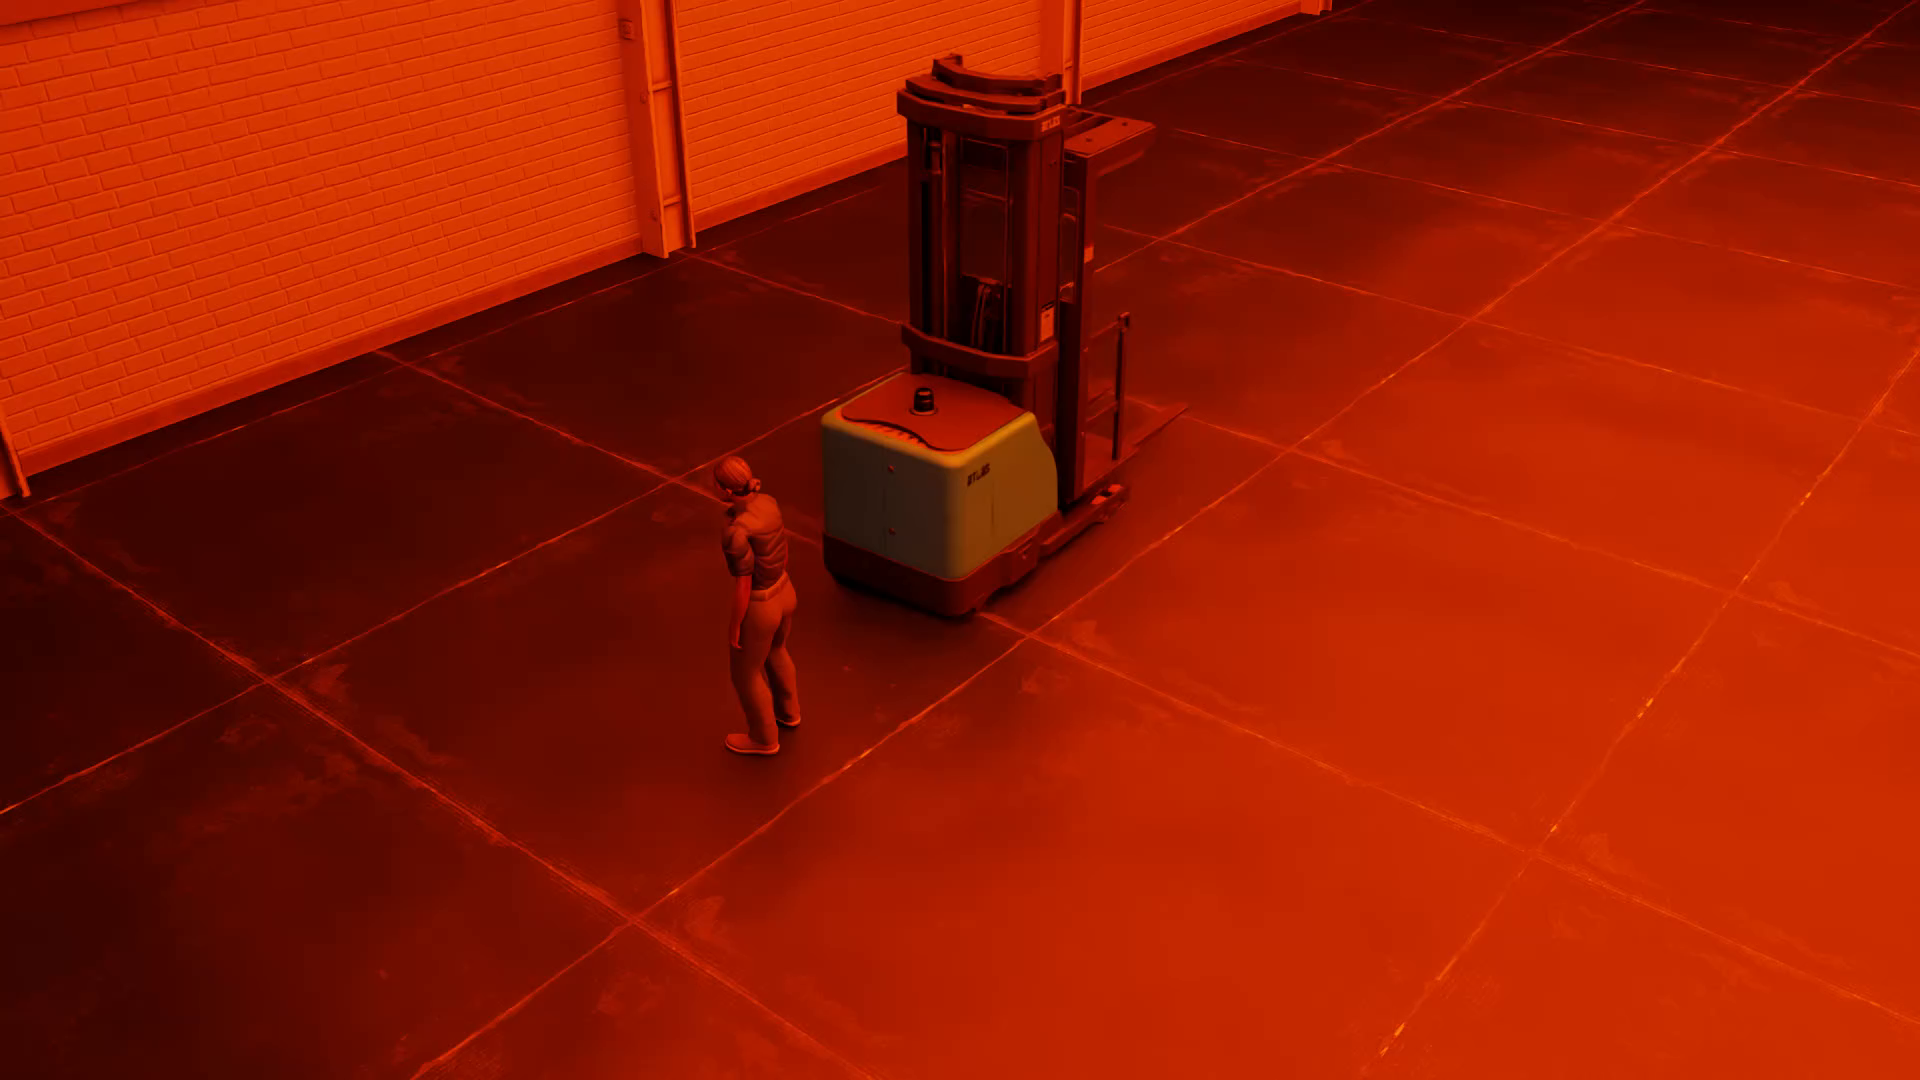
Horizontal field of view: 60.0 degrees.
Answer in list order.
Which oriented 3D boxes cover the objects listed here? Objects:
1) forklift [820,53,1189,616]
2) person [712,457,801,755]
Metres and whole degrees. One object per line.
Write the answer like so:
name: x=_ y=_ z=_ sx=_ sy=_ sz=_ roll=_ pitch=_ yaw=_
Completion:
forklift: x=0.451 y=-1.515 z=10.187 sx=1.130 sy=2.935 sz=3.031 roll=20 pitch=36 yaw=31
person: x=-1.013 y=0.319 z=8.318 sx=0.349 sy=1.653 sz=0.520 roll=12 pitch=32 yaw=19
